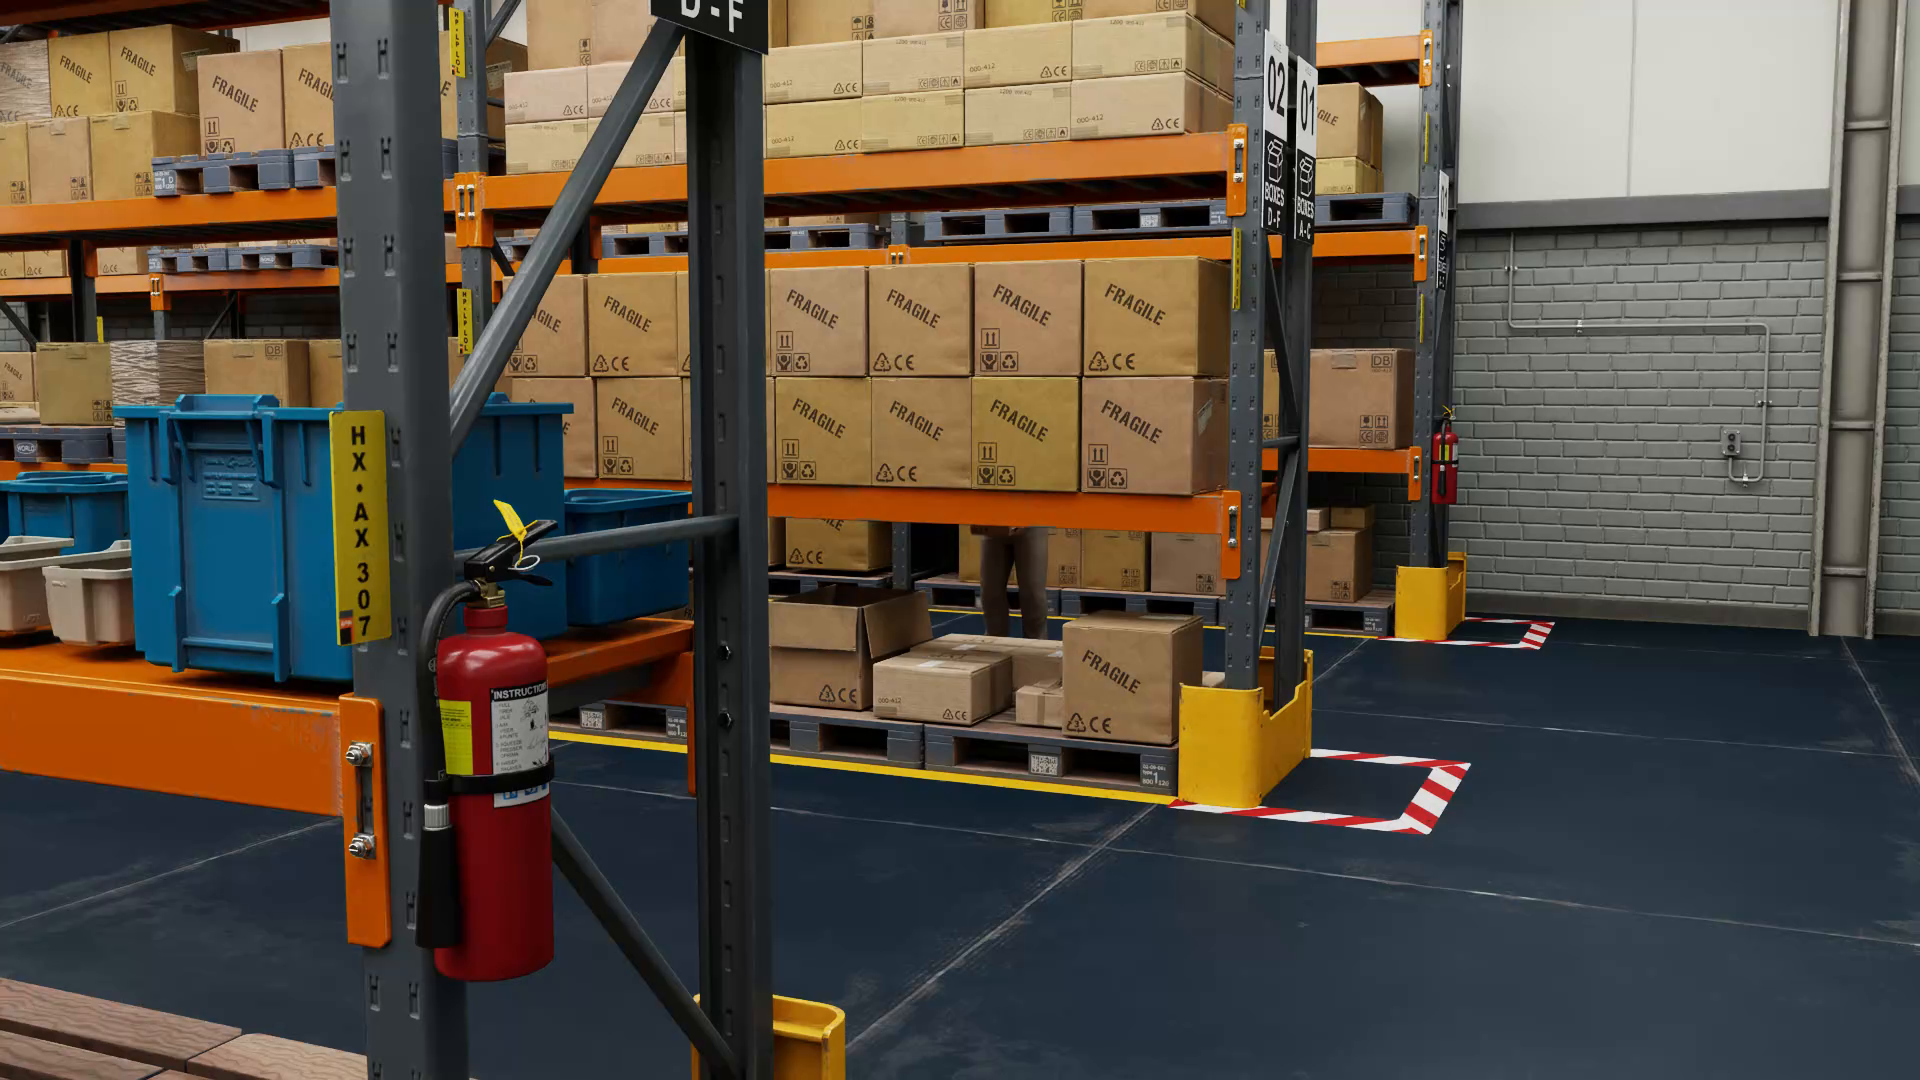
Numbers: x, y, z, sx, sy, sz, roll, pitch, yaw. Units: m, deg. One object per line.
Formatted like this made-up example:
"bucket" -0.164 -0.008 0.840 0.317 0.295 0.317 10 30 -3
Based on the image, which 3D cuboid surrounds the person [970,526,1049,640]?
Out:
"person" 0.310 -0.032 10.012 0.494 1.713 0.531 3 6 24
